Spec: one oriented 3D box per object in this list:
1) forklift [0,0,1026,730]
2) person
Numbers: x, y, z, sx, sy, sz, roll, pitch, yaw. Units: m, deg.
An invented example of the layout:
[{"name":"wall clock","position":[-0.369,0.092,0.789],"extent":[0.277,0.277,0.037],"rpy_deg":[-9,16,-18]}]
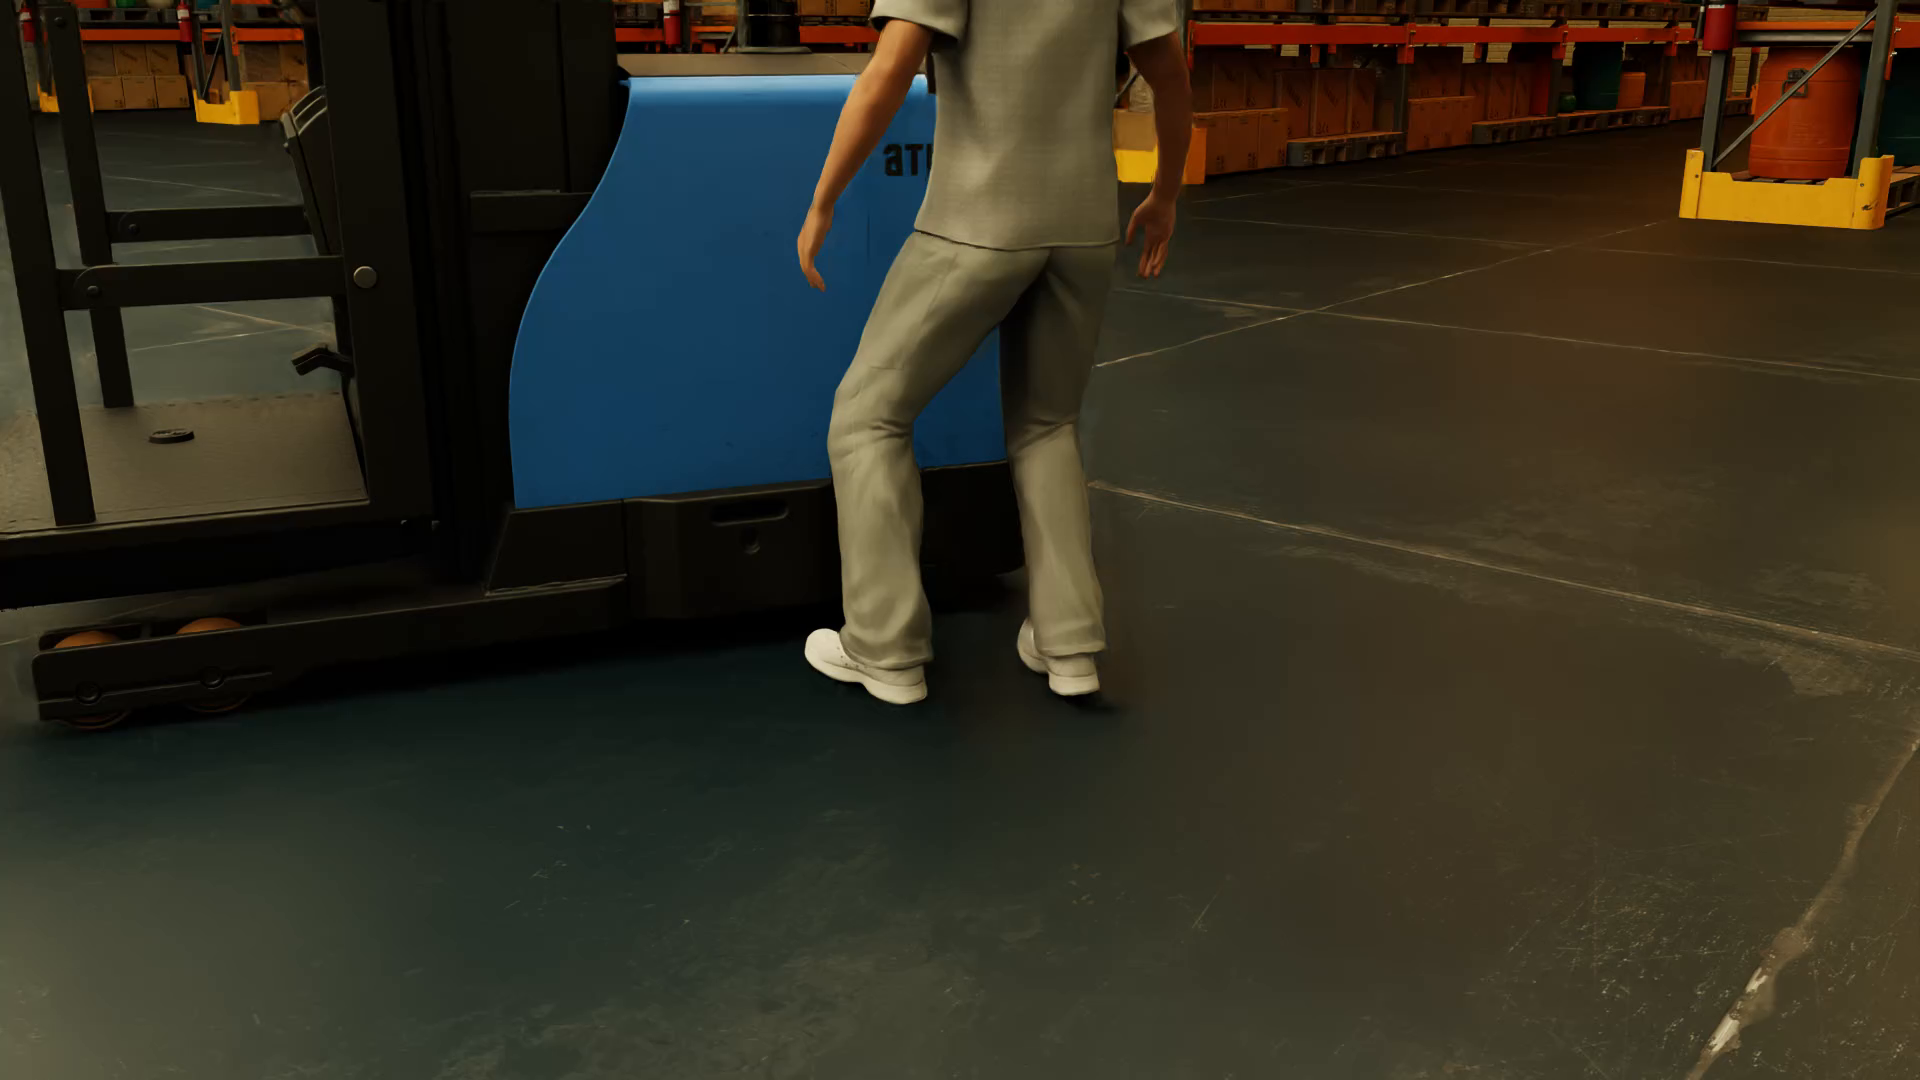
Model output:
[{"name":"forklift","position":[-1.427,-1.249,3.010],"extent":[3.031,2.935,1.130],"rpy_deg":[-7,18,-21]},{"name":"person","position":[0.058,-0.526,2.884],"extent":[0.725,1.628,0.451],"rpy_deg":[-8,19,-26]}]
